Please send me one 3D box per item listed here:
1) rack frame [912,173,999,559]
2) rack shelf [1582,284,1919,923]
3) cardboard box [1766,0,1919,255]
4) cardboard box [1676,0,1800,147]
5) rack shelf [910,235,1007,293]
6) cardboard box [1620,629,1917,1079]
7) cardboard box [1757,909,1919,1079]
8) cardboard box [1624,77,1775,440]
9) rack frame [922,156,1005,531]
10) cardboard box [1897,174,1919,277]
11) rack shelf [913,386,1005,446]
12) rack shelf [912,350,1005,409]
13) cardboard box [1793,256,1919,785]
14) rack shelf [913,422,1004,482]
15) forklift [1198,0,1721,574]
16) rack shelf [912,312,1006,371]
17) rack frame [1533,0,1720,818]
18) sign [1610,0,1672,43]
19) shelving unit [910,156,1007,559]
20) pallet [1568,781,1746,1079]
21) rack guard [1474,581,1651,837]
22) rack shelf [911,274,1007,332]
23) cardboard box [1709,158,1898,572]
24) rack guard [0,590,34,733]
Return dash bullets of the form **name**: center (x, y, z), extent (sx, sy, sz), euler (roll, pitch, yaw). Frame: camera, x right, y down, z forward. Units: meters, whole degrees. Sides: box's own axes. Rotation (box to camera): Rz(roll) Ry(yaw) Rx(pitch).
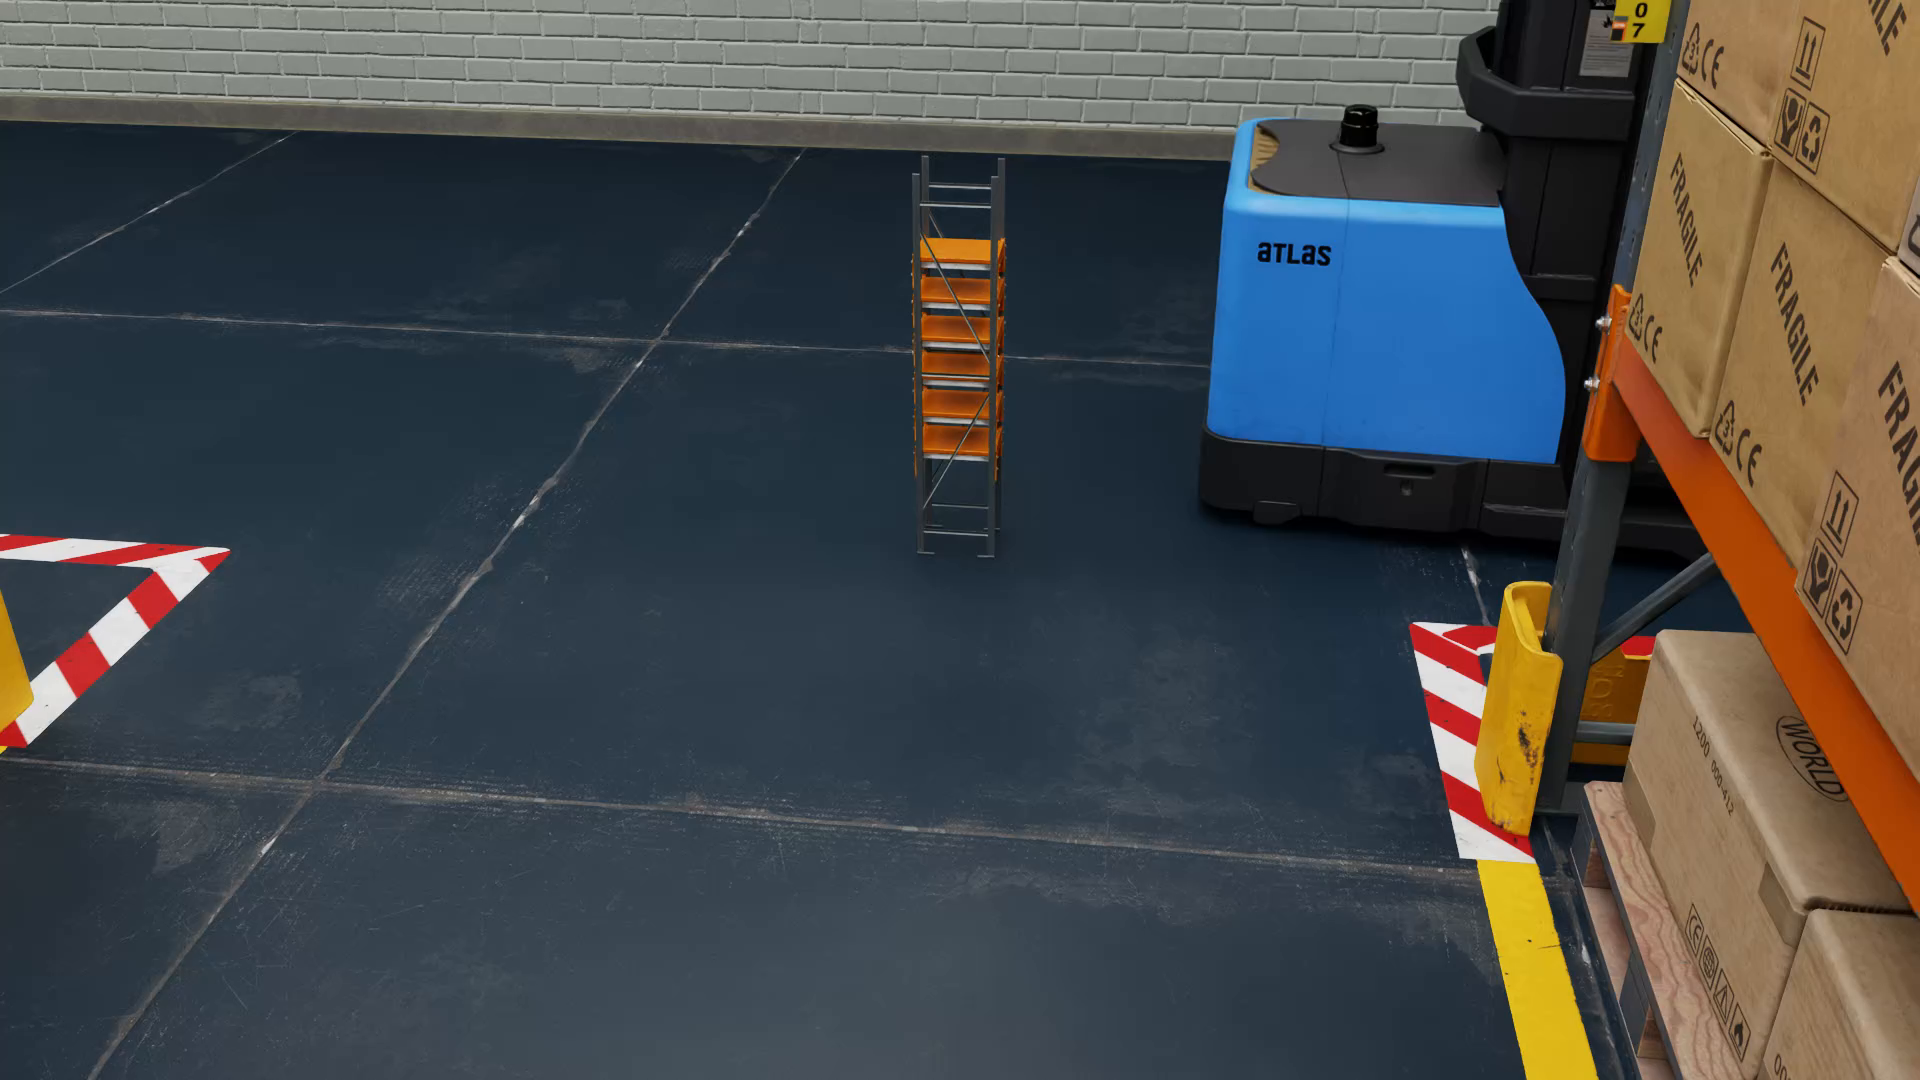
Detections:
- **rack frame**: center (-0.013, -0.478, 4.873), extent (0.240, 1.200, 0.006), euler (3, 28, 6)
- **rack shelf**: center (1.618, 0.600, 1.733), extent (1.077, 0.370, 4.000), euler (3, 28, 6)
- **cardboard box**: center (1.465, -0.690, 2.208), extent (0.500, 0.500, 0.500), euler (3, 28, 5)
- **cardboard box**: center (1.521, -0.933, 2.660), extent (0.500, 0.500, 0.500), euler (3, 28, 5)
- **rack shelf**: center (-0.002, -0.799, 4.803), extent (0.258, 0.103, 0.180), euler (3, 28, 6)
- **cardboard box**: center (1.881, 0.601, 3.230), extent (0.875, 0.438, 0.875), euler (2, 28, 4)
- **cardboard box**: center (1.777, 1.032, 2.430), extent (0.875, 0.438, 0.875), euler (4, 29, 8)
- **cardboard box**: center (1.519, -0.493, 2.898), extent (0.500, 0.500, 0.500), euler (3, 28, 6)
- **rack frame**: center (0.009, -0.564, 5.033), extent (0.240, 1.200, 0.006), euler (3, 28, 6)
- **cardboard box**: center (1.410, -0.447, 1.757), extent (0.500, 0.500, 0.500), euler (3, 28, 6)
- **rack shelf**: center (-0.002, -0.377, 5.031), extent (0.258, 0.103, 0.180), euler (3, 28, 6)
- **rack shelf**: center (-0.002, -0.482, 4.974), extent (0.258, 0.103, 0.180), euler (3, 28, 6)
- **cardboard box**: center (1.405, -0.015, 2.010), extent (0.500, 0.500, 0.500), euler (3, 28, 6)
- **rack shelf**: center (-0.002, -0.271, 5.088), extent (0.258, 0.103, 0.180), euler (3, 28, 6)
- **forklift**: center (2.336, -1.443, 4.838), extent (3.031, 2.935, 1.130), euler (5, 29, 9)
- **rack shelf**: center (-0.002, -0.588, 4.917), extent (0.258, 0.103, 0.180), euler (3, 28, 6)
- **rack frame**: center (1.863, -0.658, 3.310), extent (1.000, 3.000, 0.127), euler (3, 28, 6)
- **sign**: center (1.313, -1.110, 3.151), extent (0.100, 0.325, 0.005), euler (3, 28, 6)
- **shelving unit**: center (-0.002, -0.521, 4.953), extent (0.258, 1.200, 0.189), euler (3, 28, 6)
- **pallet**: center (1.842, 0.950, 3.264), extent (1.003, 0.211, 1.213), euler (3, 28, 6)
- **rack guard**: center (1.866, 0.431, 3.923), extent (1.175, 0.500, 0.348), euler (3, 28, 6)
- **rack shelf**: center (-0.002, -0.694, 4.860), extent (0.258, 0.103, 0.180), euler (3, 28, 6)
- **cardboard box**: center (1.485, -0.254, 2.453), extent (0.500, 0.500, 0.500), euler (3, 28, 5)
- **rack guard**: center (-3.072, 0.238, 4.282), extent (1.175, 0.500, 0.348), euler (3, 28, 6)
